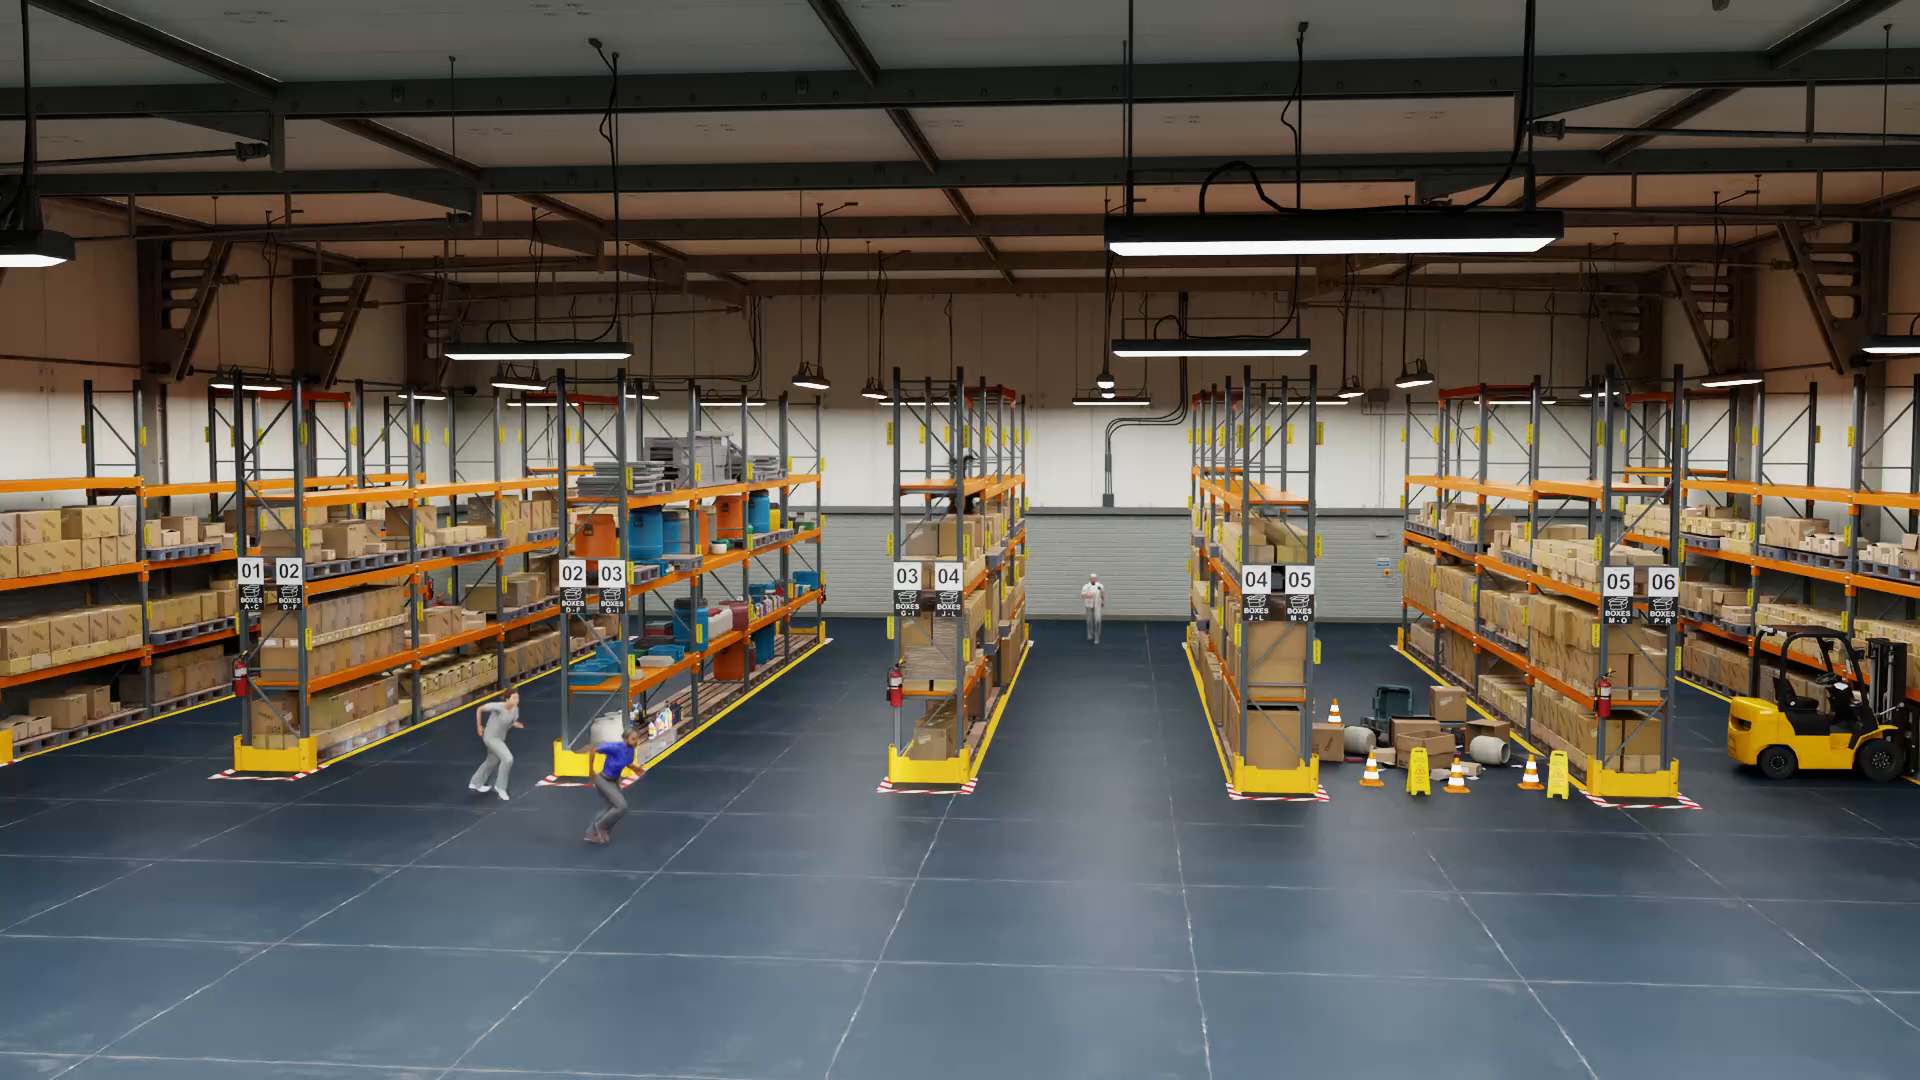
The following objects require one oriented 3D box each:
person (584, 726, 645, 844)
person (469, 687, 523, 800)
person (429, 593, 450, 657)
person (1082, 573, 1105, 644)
[{"bbox_3d":[-4.241,2.994,20.230,0.888,1.486,0.606,2,4,23],"label":"person"},{"bbox_3d":[-6.447,2.813,22.981,0.949,1.594,0.608,2,4,27],"label":"person"},{"bbox_3d":[-11.034,1.963,35.145,0.663,1.699,0.652,0,4,1],"label":"person"},{"bbox_3d":[3.243,1.662,40.423,0.580,1.724,0.841,0,4,3],"label":"person"}]
